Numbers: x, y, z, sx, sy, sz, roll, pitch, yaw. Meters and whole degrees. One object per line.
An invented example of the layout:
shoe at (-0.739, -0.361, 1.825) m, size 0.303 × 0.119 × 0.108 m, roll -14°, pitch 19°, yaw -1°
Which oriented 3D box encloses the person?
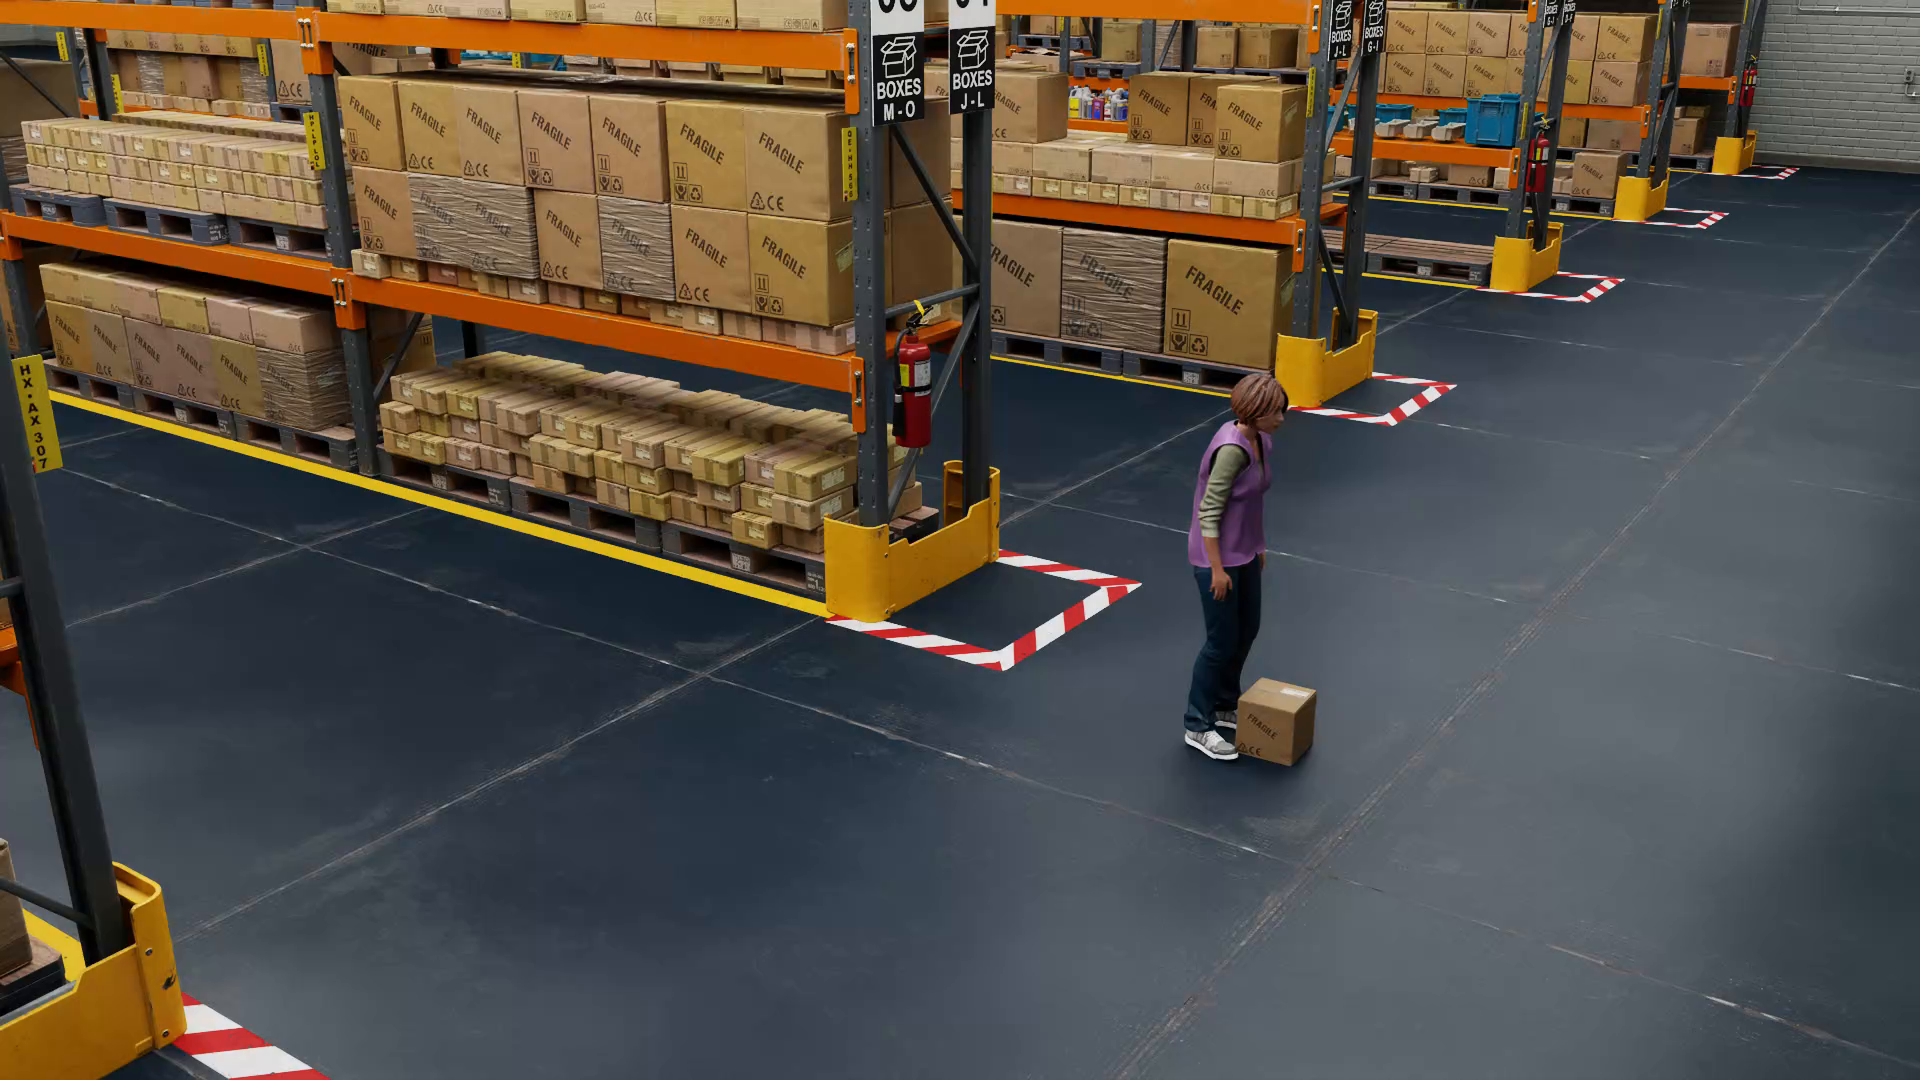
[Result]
person at (1.127, 0.088, 6.852) m, size 0.350 × 1.591 × 0.470 m, roll 13°, pitch 24°, yaw 31°
